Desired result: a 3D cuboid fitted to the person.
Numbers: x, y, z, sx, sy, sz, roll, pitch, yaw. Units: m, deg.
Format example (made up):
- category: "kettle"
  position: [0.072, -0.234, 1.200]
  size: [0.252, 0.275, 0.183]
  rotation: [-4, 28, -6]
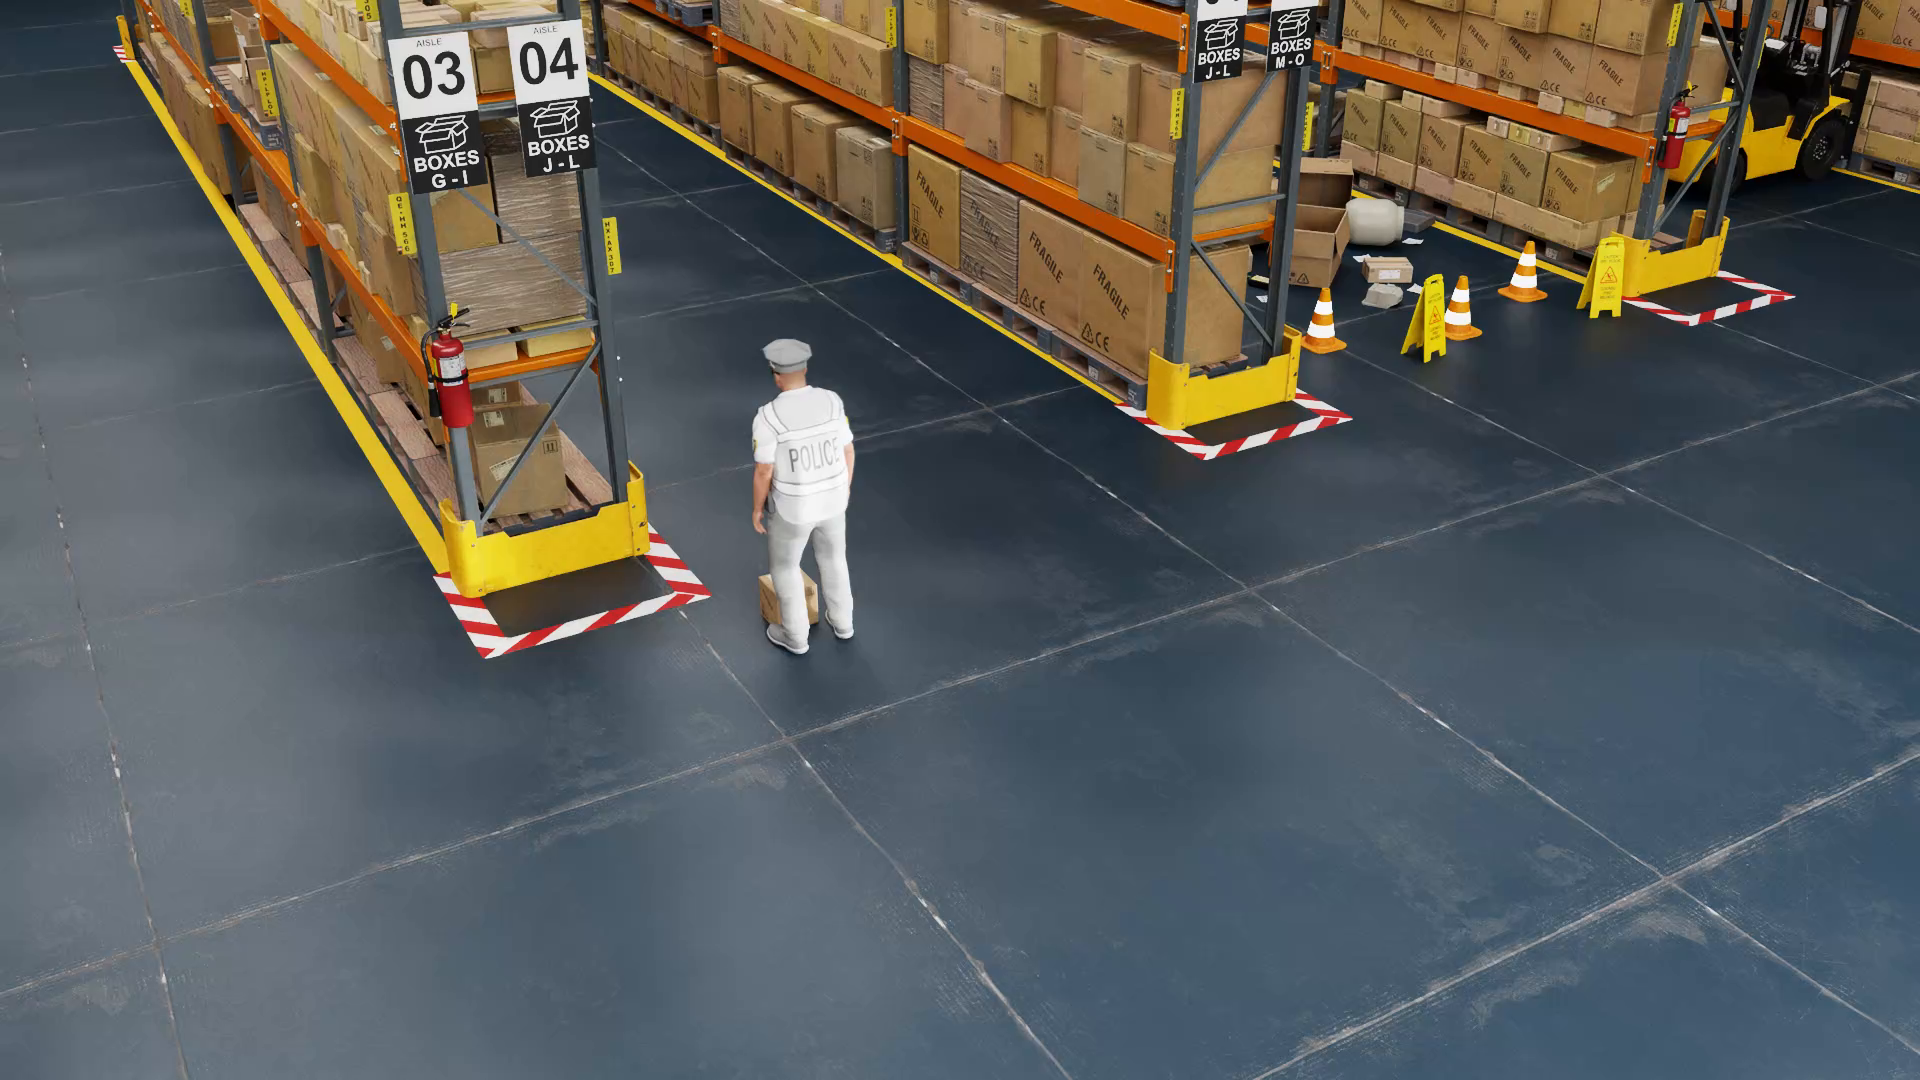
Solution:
- category: "person"
  position: [-0.831, -0.206, 8.932]
  size: [0.586, 1.746, 0.436]
  rotation: [-16, 32, -26]
